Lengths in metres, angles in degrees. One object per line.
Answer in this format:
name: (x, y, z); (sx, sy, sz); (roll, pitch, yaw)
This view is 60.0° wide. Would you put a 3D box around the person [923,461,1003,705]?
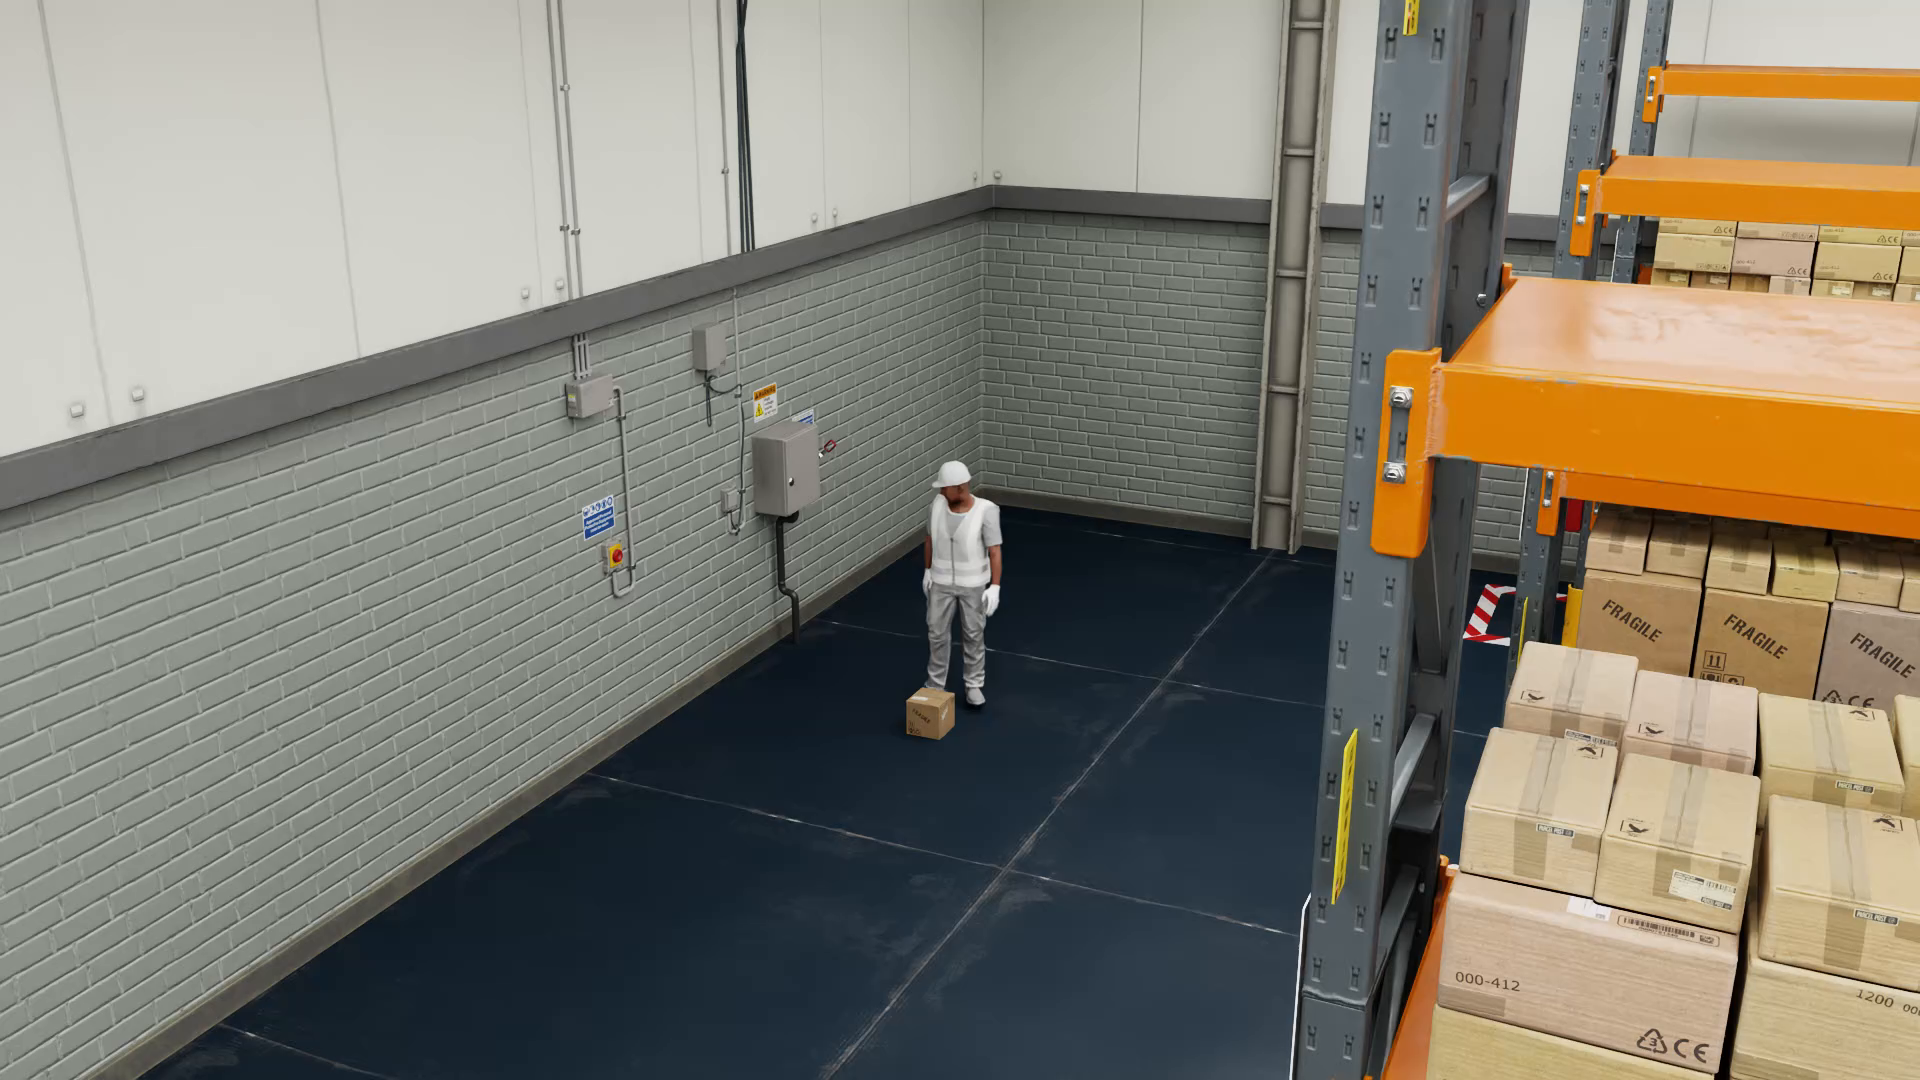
person: (0.001, 0.346, 11.503); (0.624, 1.818, 0.555); (5, 20, 15)
